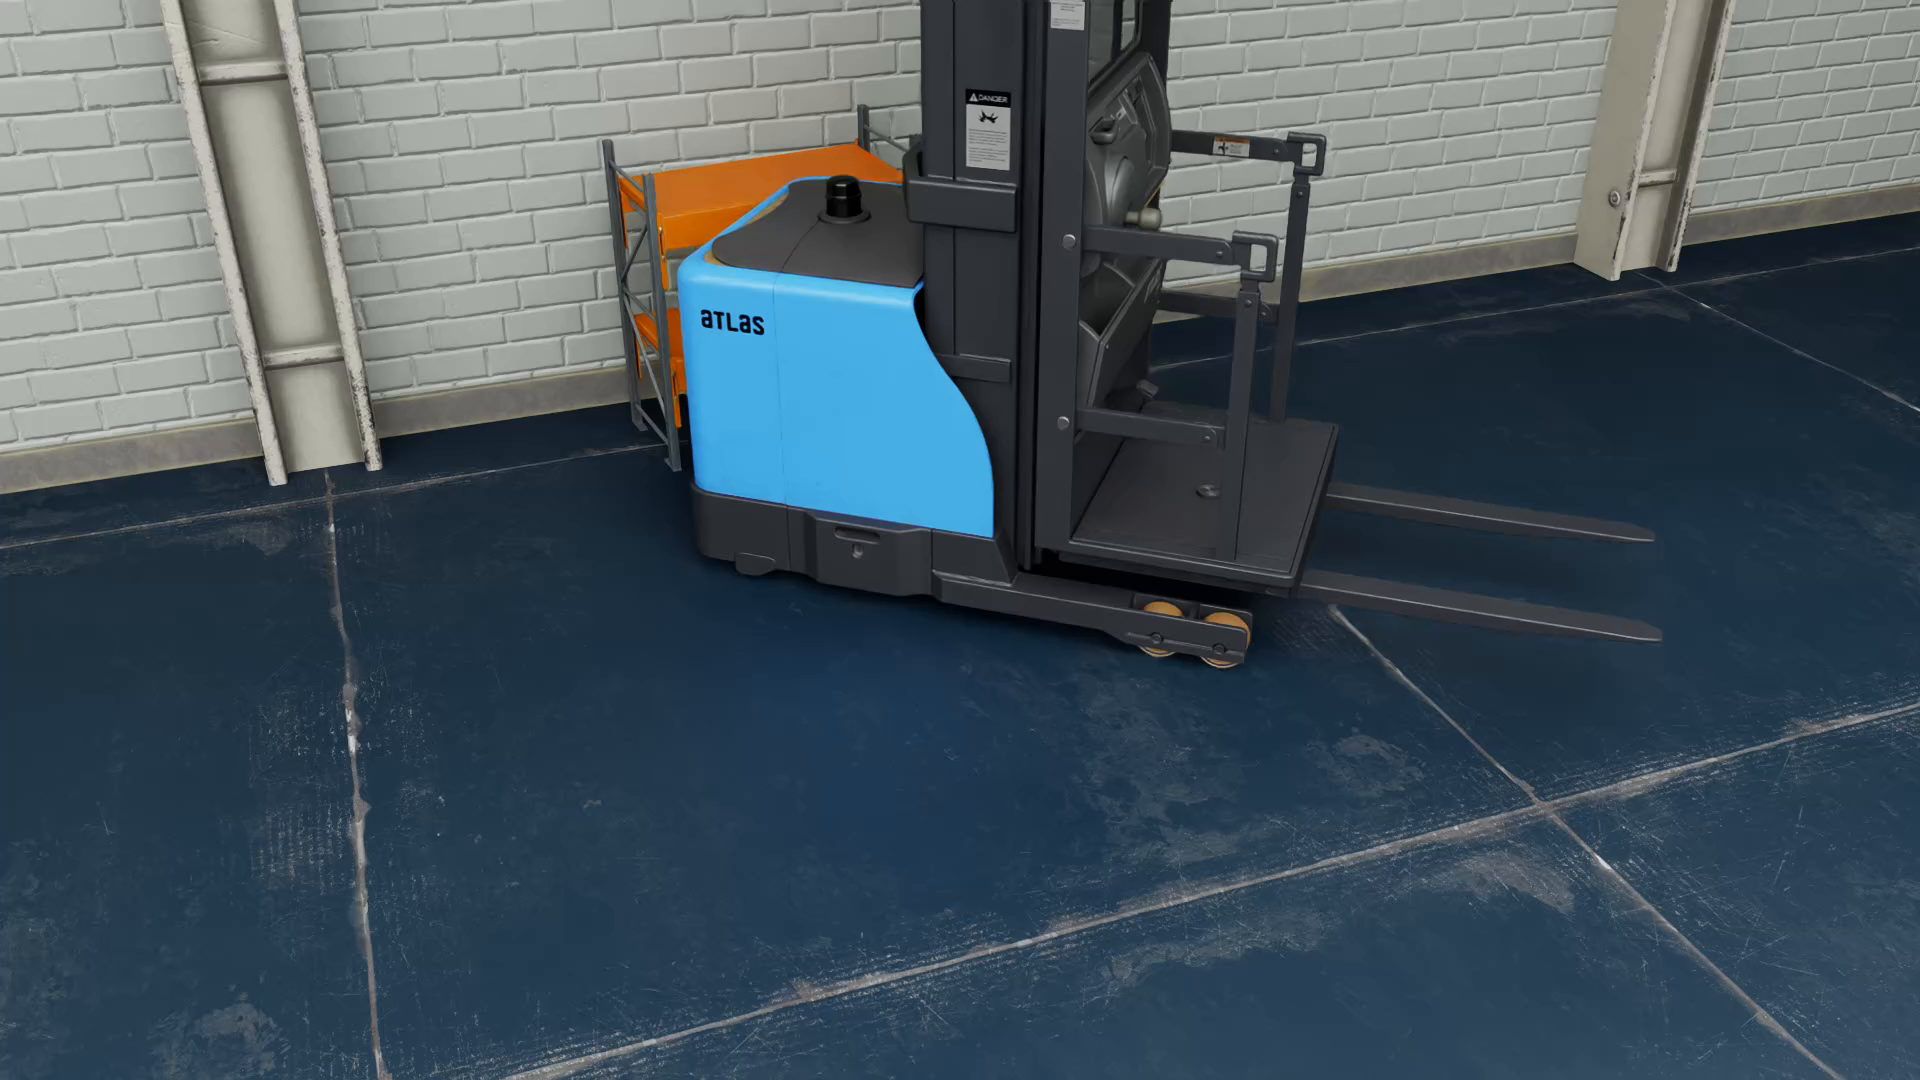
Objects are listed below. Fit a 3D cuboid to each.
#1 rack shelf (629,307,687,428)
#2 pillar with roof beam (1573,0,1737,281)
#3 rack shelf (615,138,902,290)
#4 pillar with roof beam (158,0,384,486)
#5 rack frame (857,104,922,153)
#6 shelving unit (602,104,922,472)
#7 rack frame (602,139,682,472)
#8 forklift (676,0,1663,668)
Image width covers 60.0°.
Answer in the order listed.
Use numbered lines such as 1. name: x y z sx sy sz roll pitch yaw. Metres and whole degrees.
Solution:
1. rack shelf: -0.719 -0.760 6.441 1.000 0.278 0.538 -15 33 -24
2. pillar with roof beam: 4.728 -3.252 2.367 0.400 9.000 9.100 -10 31 -18
3. rack shelf: -0.719 -1.226 6.175 1.000 0.278 0.538 -15 33 -24
4. pillar with roof beam: -0.895 -2.216 0.550 0.400 9.000 9.100 -10 31 -18
5. rack frame: -0.269 -1.089 6.526 0.032 1.125 0.500 -15 33 -24
6. shelving unit: -0.719 -0.972 6.320 1.048 1.125 0.538 -15 33 -24
7. rack frame: -1.168 -0.855 6.114 0.032 1.125 0.500 -15 33 -24
8. forklift: 0.688 -1.180 4.860 3.031 2.935 1.130 9 31 16
